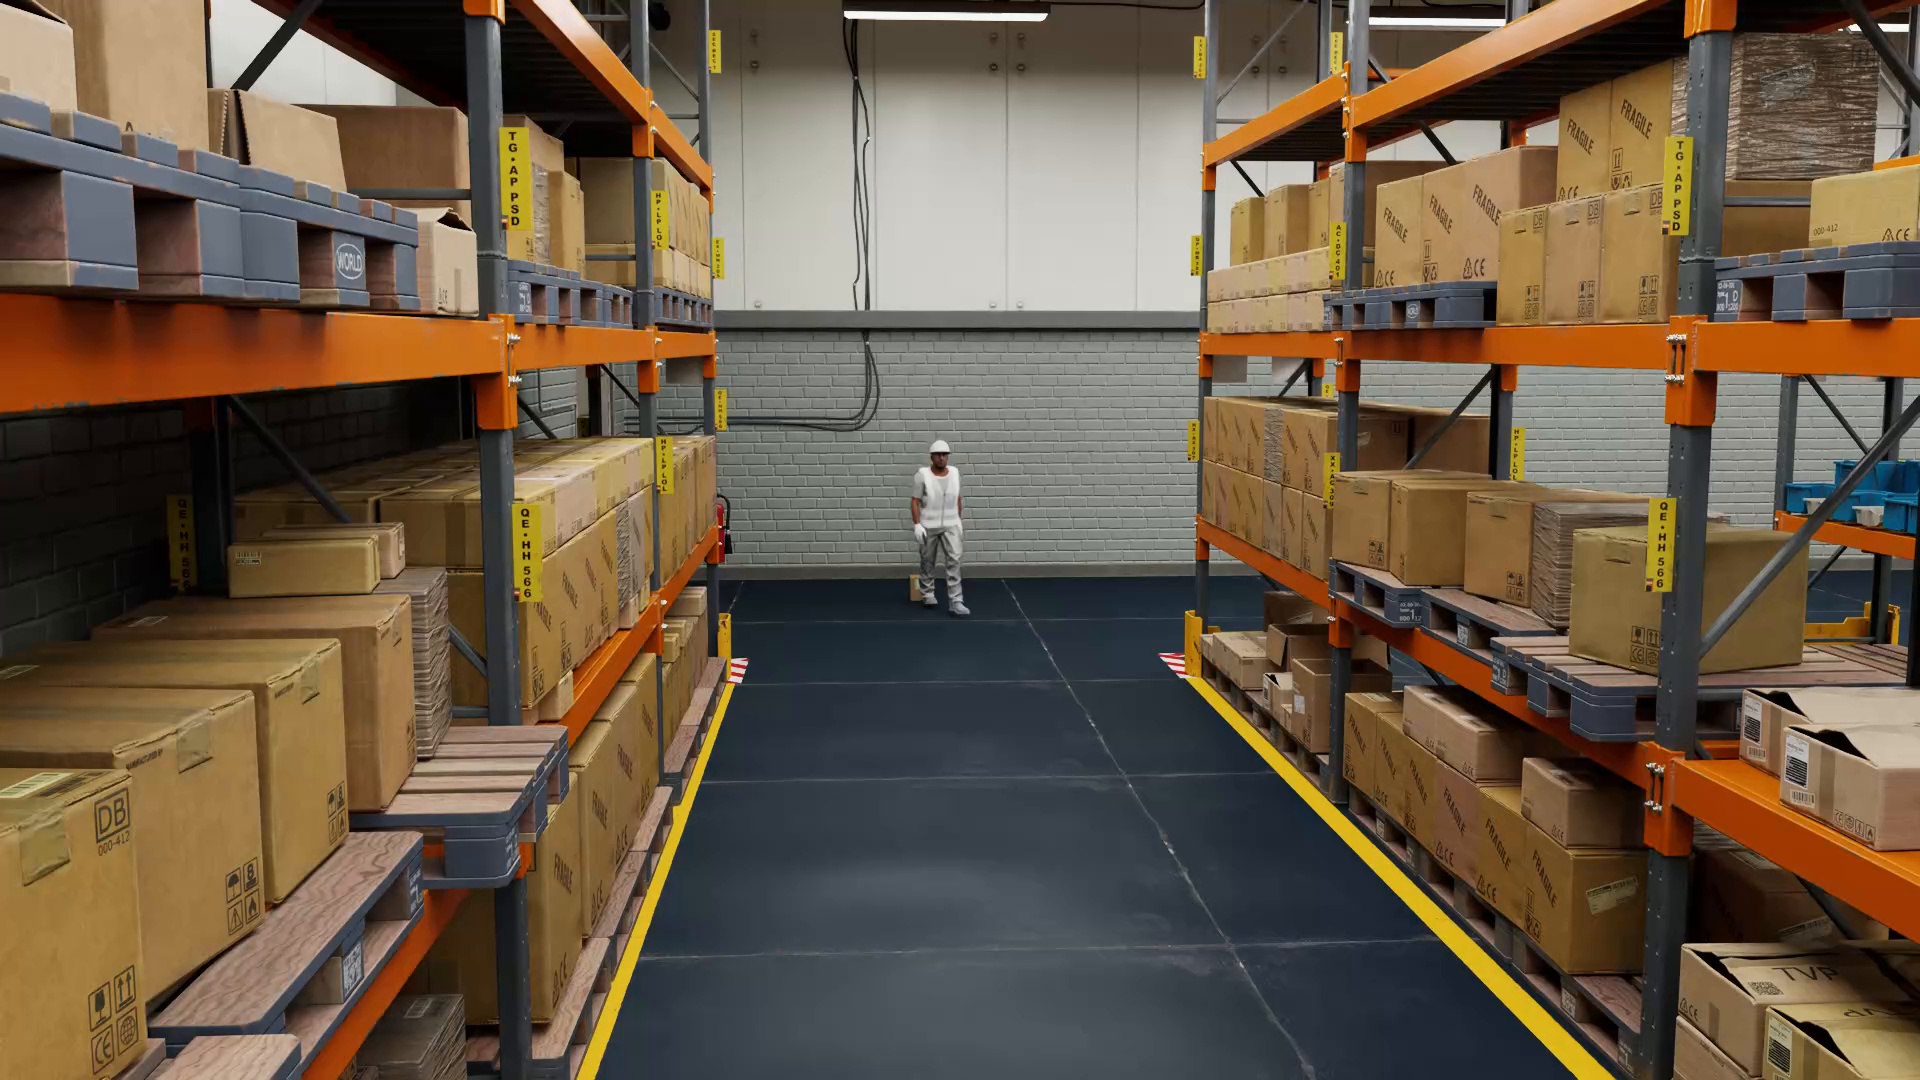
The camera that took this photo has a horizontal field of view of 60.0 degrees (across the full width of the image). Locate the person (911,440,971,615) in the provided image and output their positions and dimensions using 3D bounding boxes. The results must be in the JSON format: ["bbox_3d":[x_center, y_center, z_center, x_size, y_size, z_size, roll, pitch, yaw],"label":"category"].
[{"bbox_3d":[-0.206,-0.151,16.832,0.592,1.724,0.954,-2,7,-15],"label":"person"}]
